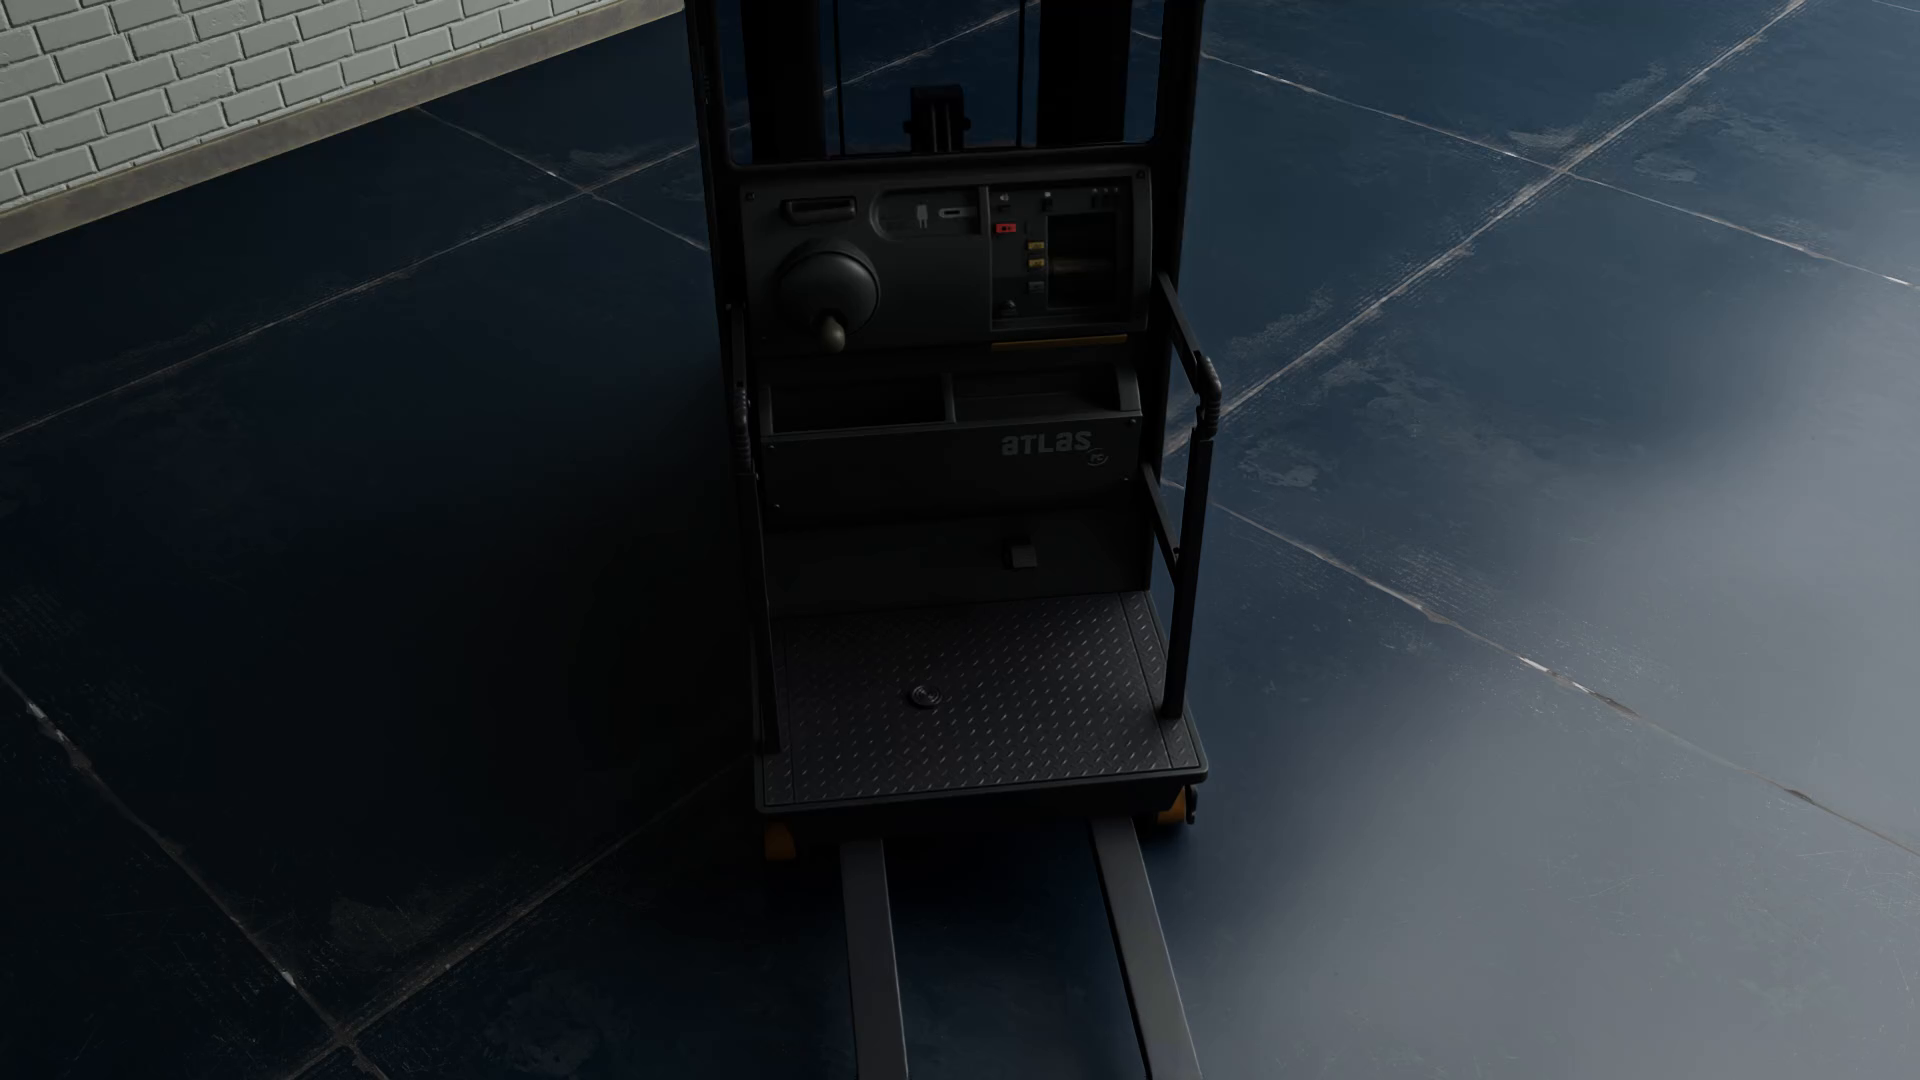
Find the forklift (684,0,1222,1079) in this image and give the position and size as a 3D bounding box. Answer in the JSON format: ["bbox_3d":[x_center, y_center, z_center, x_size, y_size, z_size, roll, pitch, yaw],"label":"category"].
[{"bbox_3d":[0.004,-0.565,3.606,1.130,2.935,3.031,-4,39,-5],"label":"forklift"}]
